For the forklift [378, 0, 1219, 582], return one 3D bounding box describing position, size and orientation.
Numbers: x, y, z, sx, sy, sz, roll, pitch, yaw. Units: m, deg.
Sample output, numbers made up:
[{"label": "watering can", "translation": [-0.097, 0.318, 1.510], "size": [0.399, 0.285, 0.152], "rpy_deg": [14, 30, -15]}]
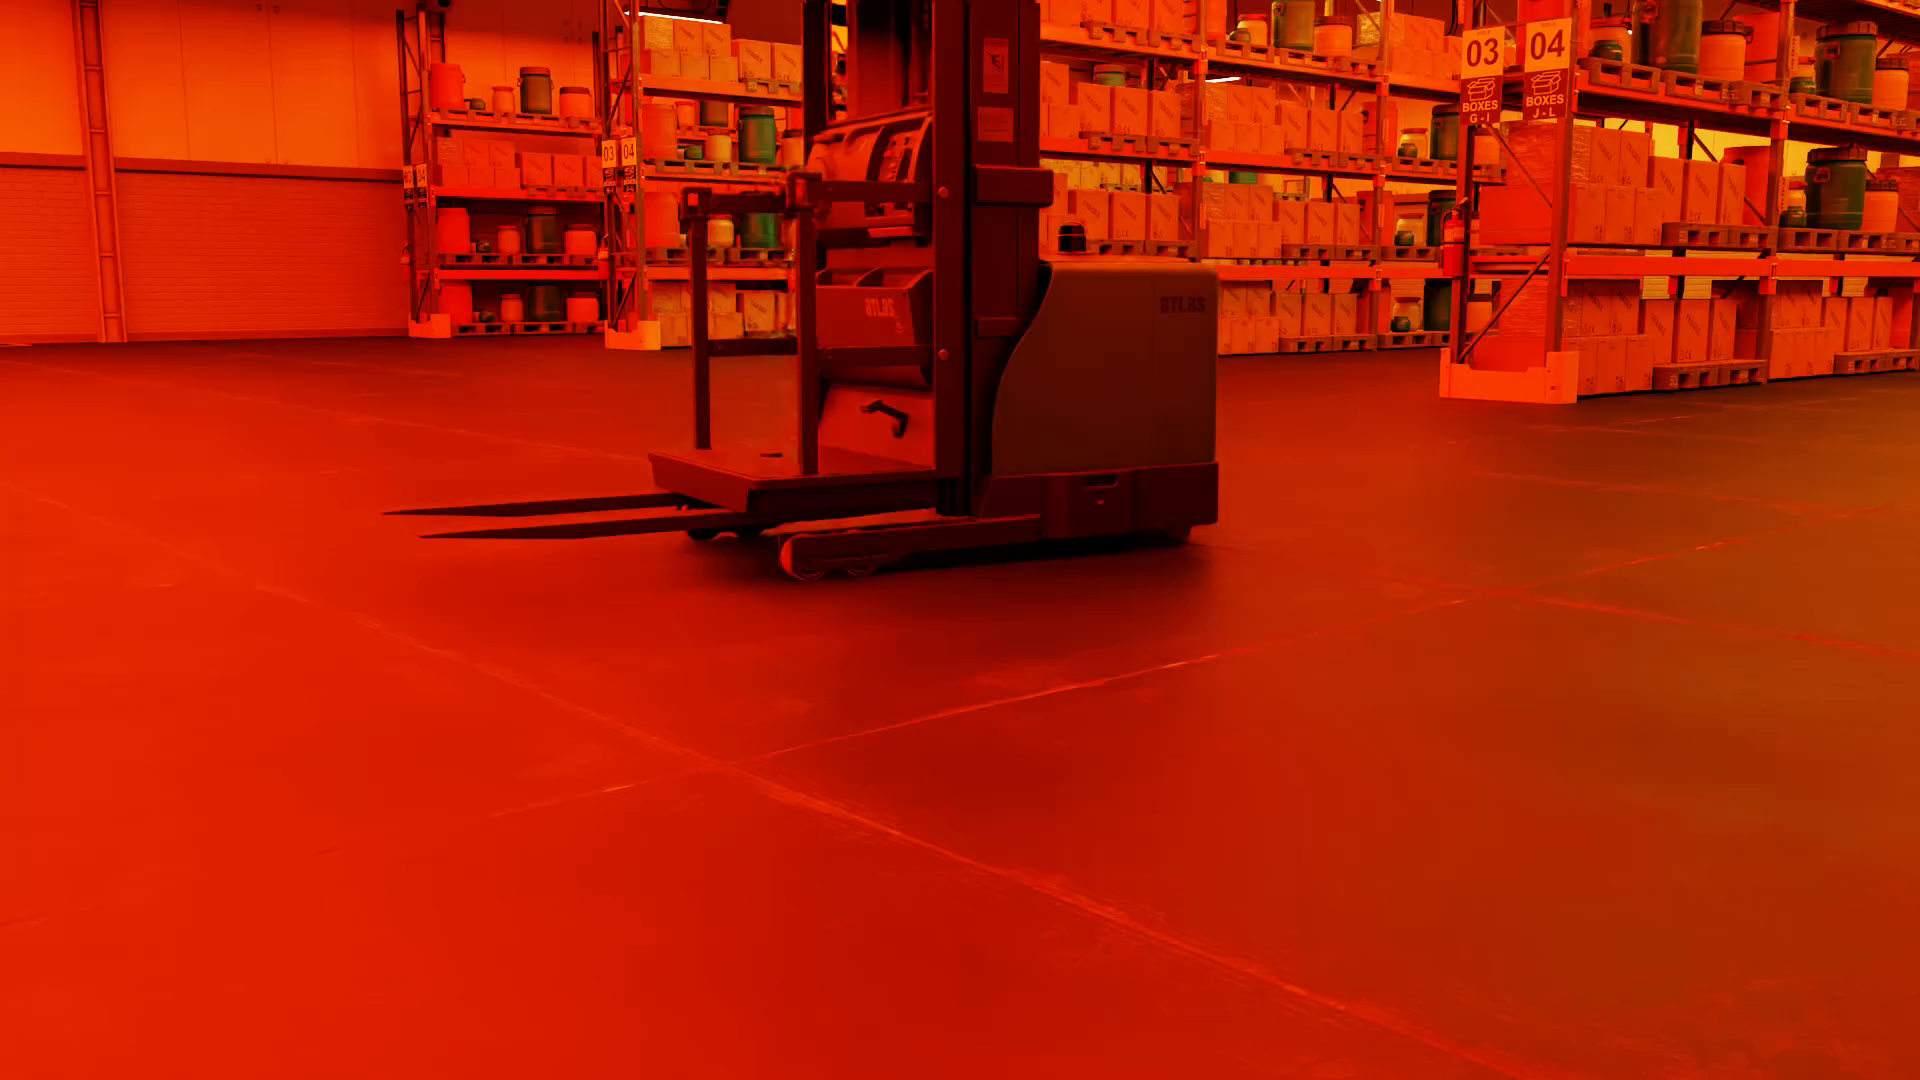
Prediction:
[{"label": "forklift", "translation": [-0.527, -1.400, 5.999], "size": [3.031, 2.935, 1.130], "rpy_deg": [-5, 10, -29]}]
